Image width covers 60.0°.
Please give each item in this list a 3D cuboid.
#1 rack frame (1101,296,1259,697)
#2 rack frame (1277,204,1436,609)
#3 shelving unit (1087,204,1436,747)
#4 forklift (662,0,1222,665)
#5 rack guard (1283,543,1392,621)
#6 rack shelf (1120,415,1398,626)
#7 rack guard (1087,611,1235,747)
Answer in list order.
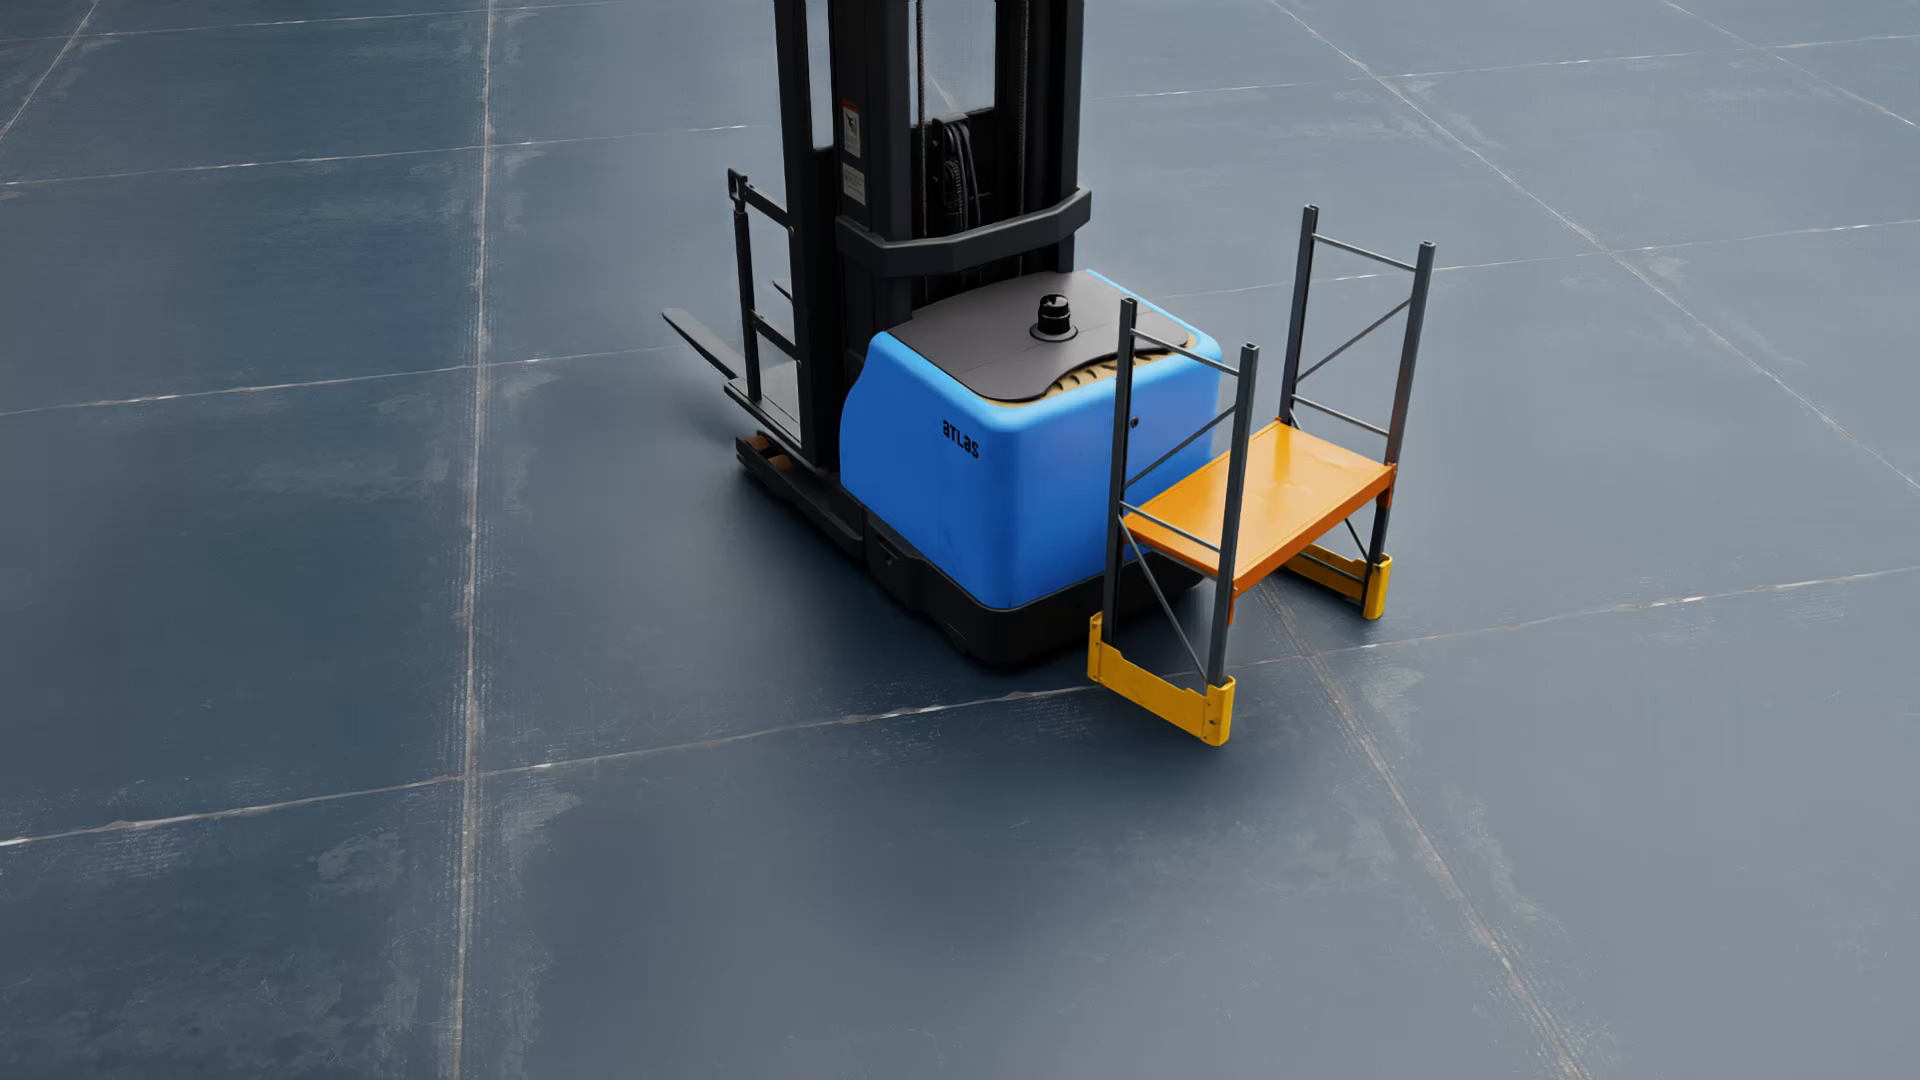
[{"bbox_3d":[0.693,-0.037,5.460,0.500,1.500,0.032,28,43,35],"label":"rack frame"},{"bbox_3d":[1.390,-0.450,6.074,0.500,1.500,0.032,28,43,35],"label":"rack frame"},{"bbox_3d":[1.035,-0.240,5.761,0.587,1.500,1.083,28,43,35],"label":"shelving unit"},{"bbox_3d":[-0.302,-1.546,6.423,1.130,2.935,3.031,-21,39,-28],"label":"forklift"},{"bbox_3d":[1.377,0.077,6.411,0.587,0.250,0.087,28,43,35],"label":"rack guard"},{"bbox_3d":[1.041,-0.094,5.867,0.538,0.185,1.000,28,43,35],"label":"rack shelf"},{"bbox_3d":[0.693,0.481,5.809,0.587,0.250,0.087,28,43,35],"label":"rack guard"}]
